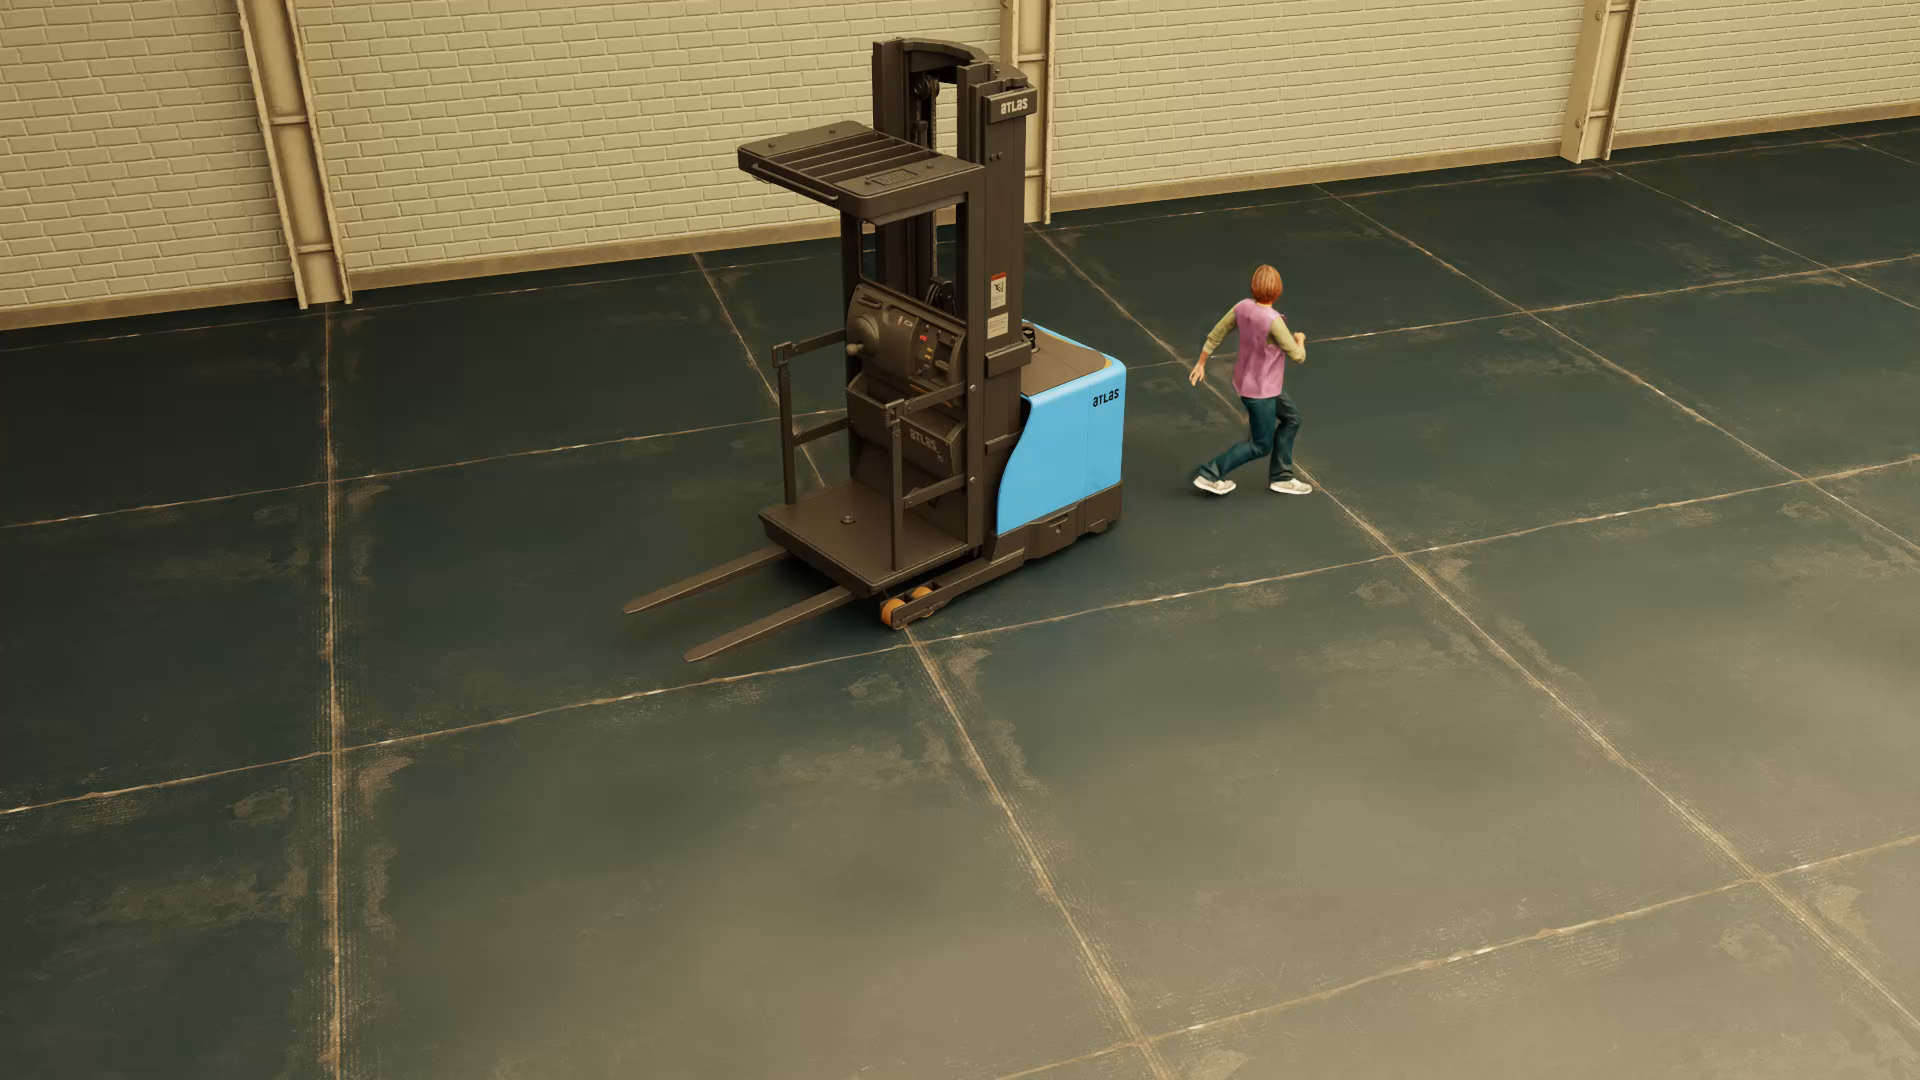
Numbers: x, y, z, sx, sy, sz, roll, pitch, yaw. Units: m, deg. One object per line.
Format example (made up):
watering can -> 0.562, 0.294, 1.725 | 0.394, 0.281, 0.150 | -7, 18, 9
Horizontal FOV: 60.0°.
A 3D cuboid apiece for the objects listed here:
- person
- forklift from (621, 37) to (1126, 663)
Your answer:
person -> 1.837, -0.958, 10.203 | 0.796, 1.516, 0.439 | -4, 30, -7
forklift -> -0.461, -1.072, 8.951 | 3.031, 2.935, 1.130 | -23, 37, -34
